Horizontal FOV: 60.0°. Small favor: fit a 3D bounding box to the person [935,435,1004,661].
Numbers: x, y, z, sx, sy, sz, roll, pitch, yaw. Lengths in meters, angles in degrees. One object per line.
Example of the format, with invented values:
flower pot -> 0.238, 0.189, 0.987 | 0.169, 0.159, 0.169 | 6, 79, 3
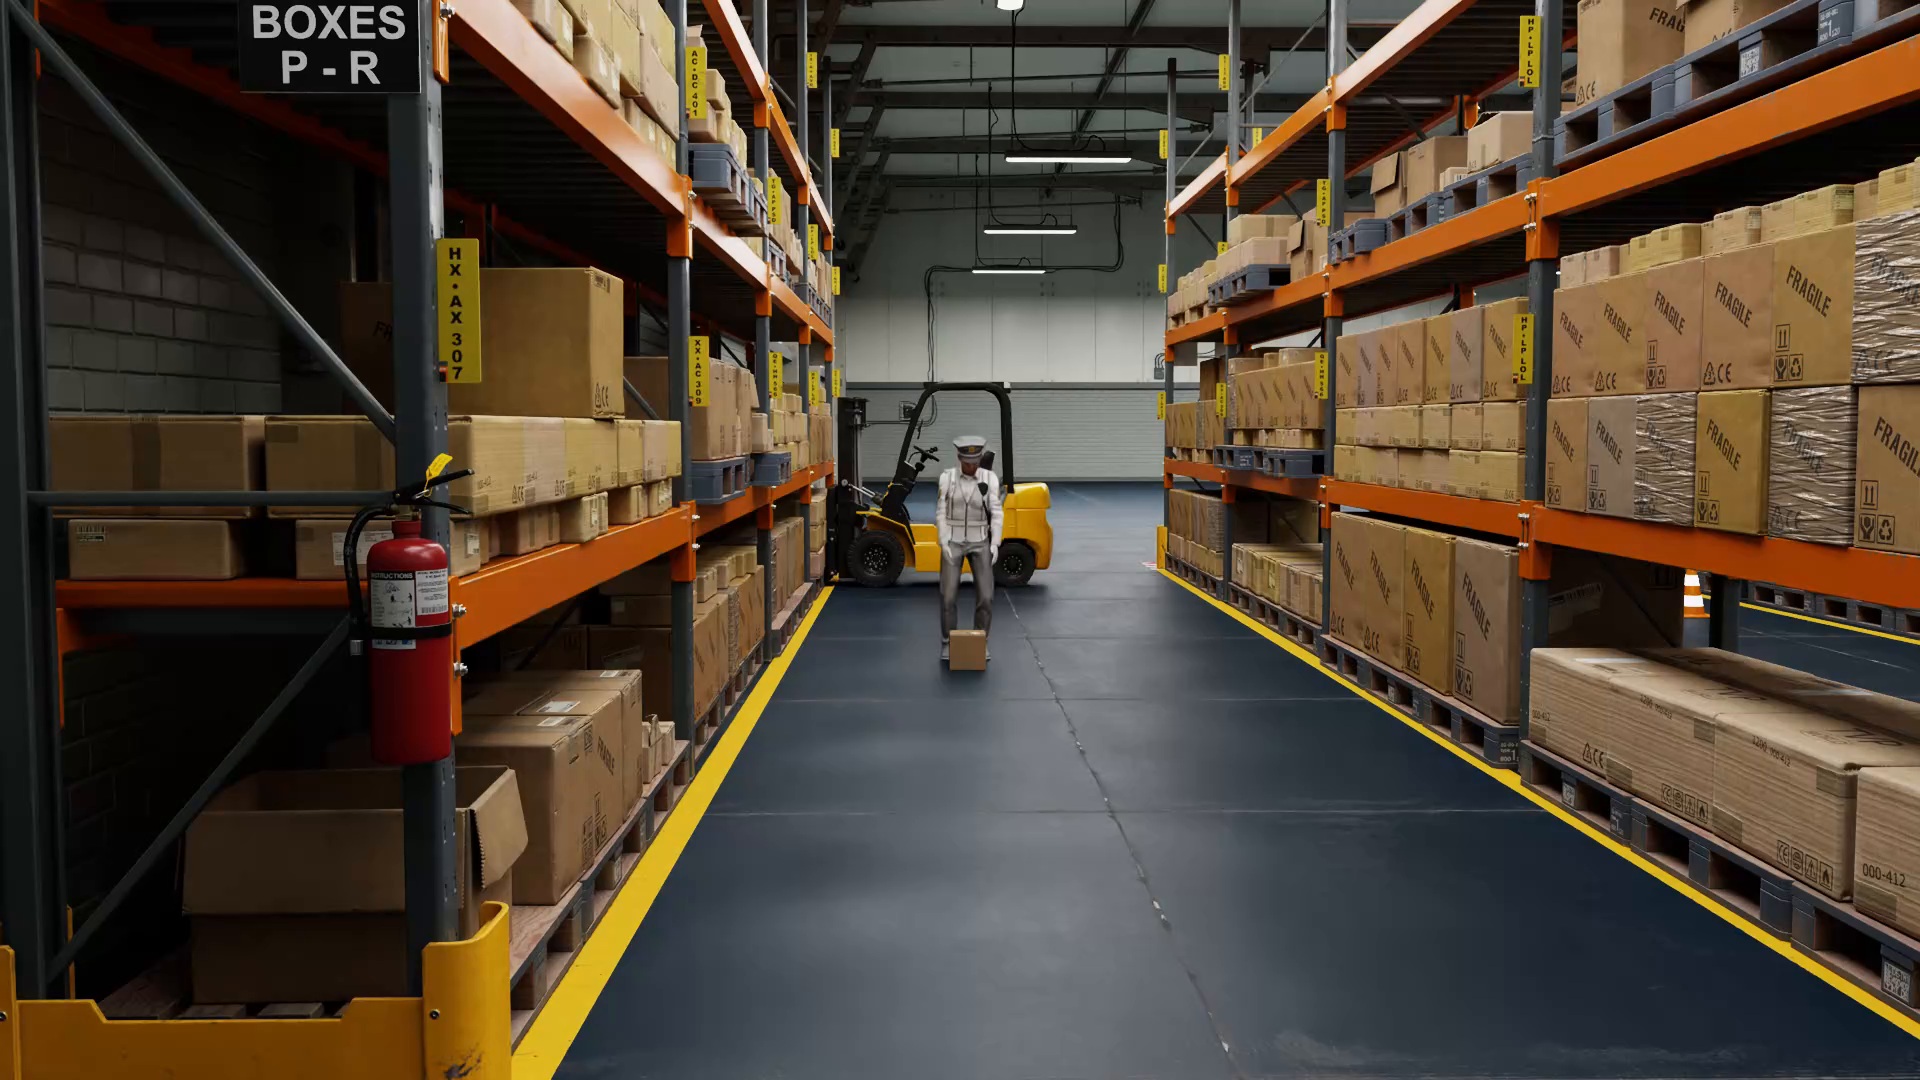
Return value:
person -> 0.070, 0.059, 11.993 | 0.500, 1.626, 0.446 | 0, 4, 0
